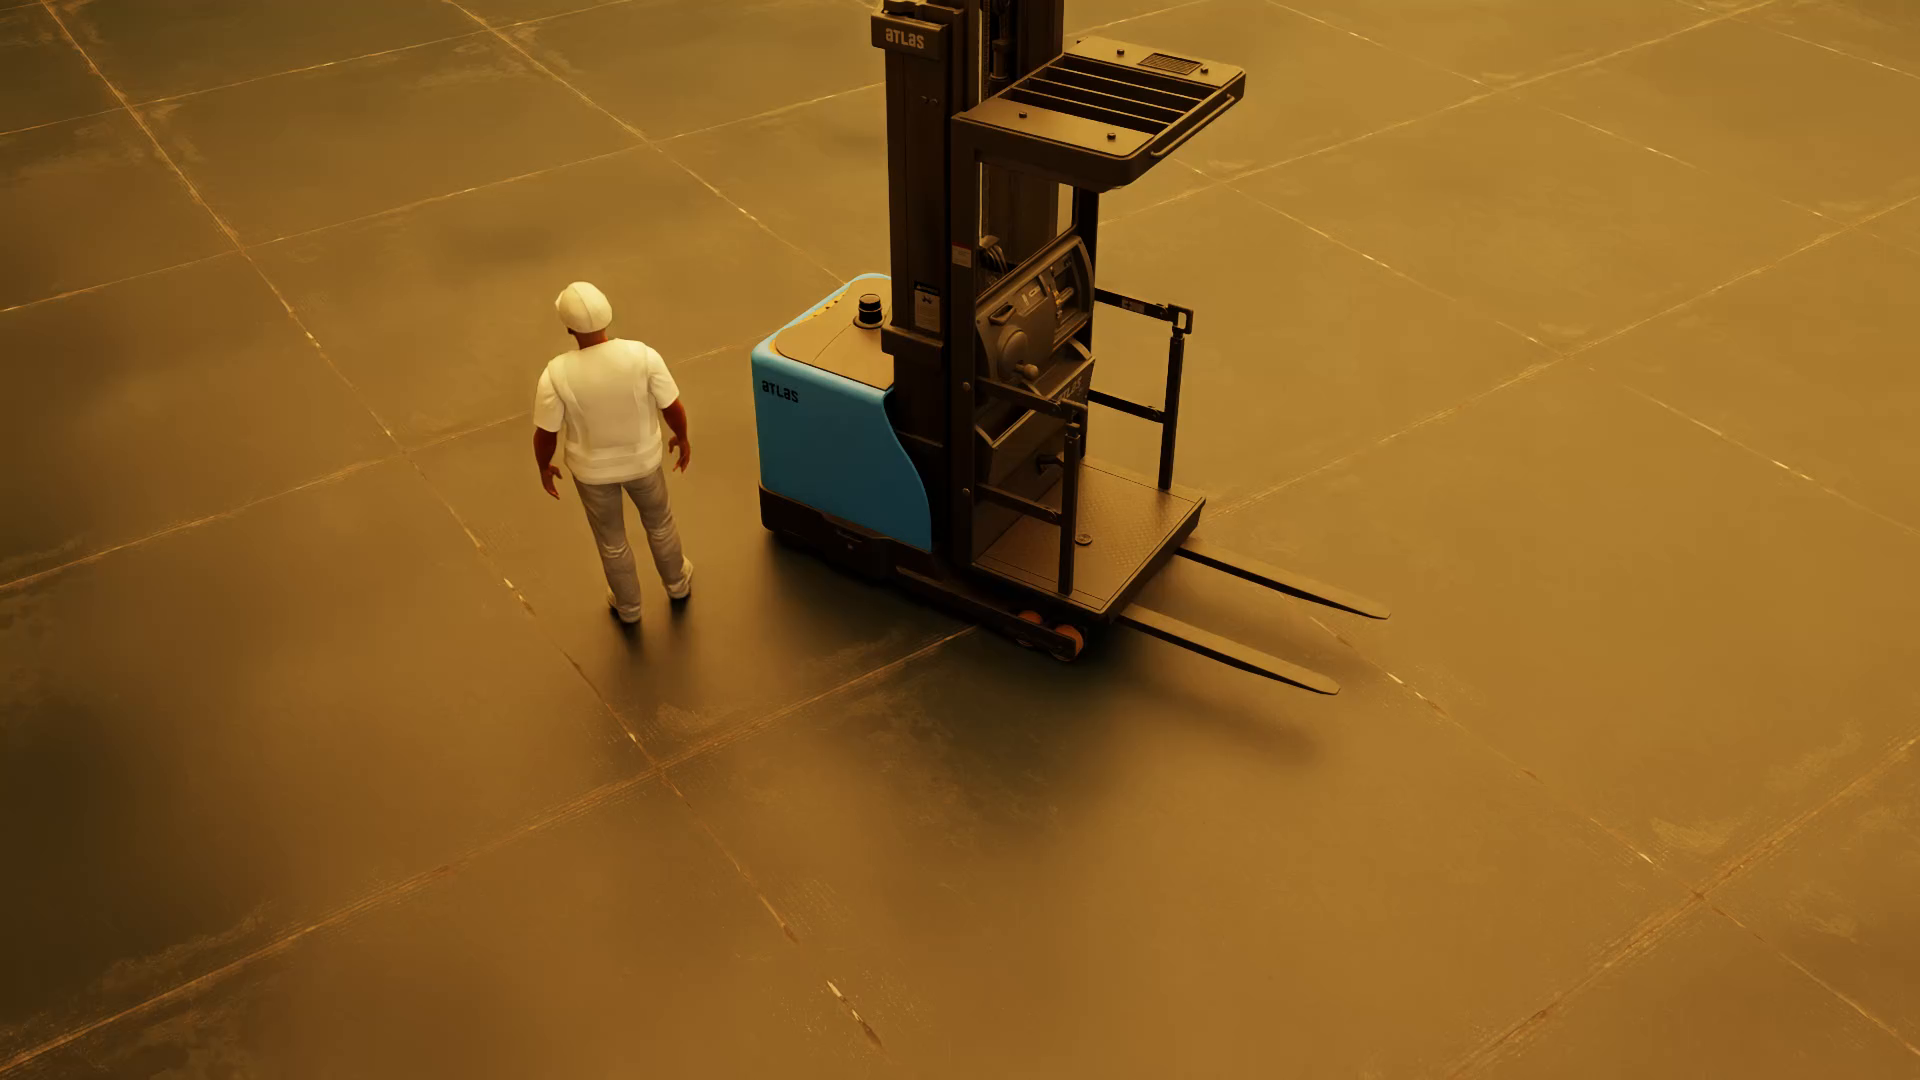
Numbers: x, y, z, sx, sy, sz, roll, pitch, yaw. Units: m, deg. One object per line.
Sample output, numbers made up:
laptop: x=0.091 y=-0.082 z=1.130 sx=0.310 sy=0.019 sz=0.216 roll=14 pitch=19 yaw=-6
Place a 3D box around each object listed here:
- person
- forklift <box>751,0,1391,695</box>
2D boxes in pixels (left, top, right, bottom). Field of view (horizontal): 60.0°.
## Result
person: x=-1.543 y=-0.398 z=7.390 sx=0.671 sy=1.770 sz=0.558 roll=-12 pitch=38 yaw=-15
forklift: x=0.514 y=-0.985 z=7.276 sx=3.031 sy=2.935 sz=1.130 roll=21 pitch=41 yaw=26
